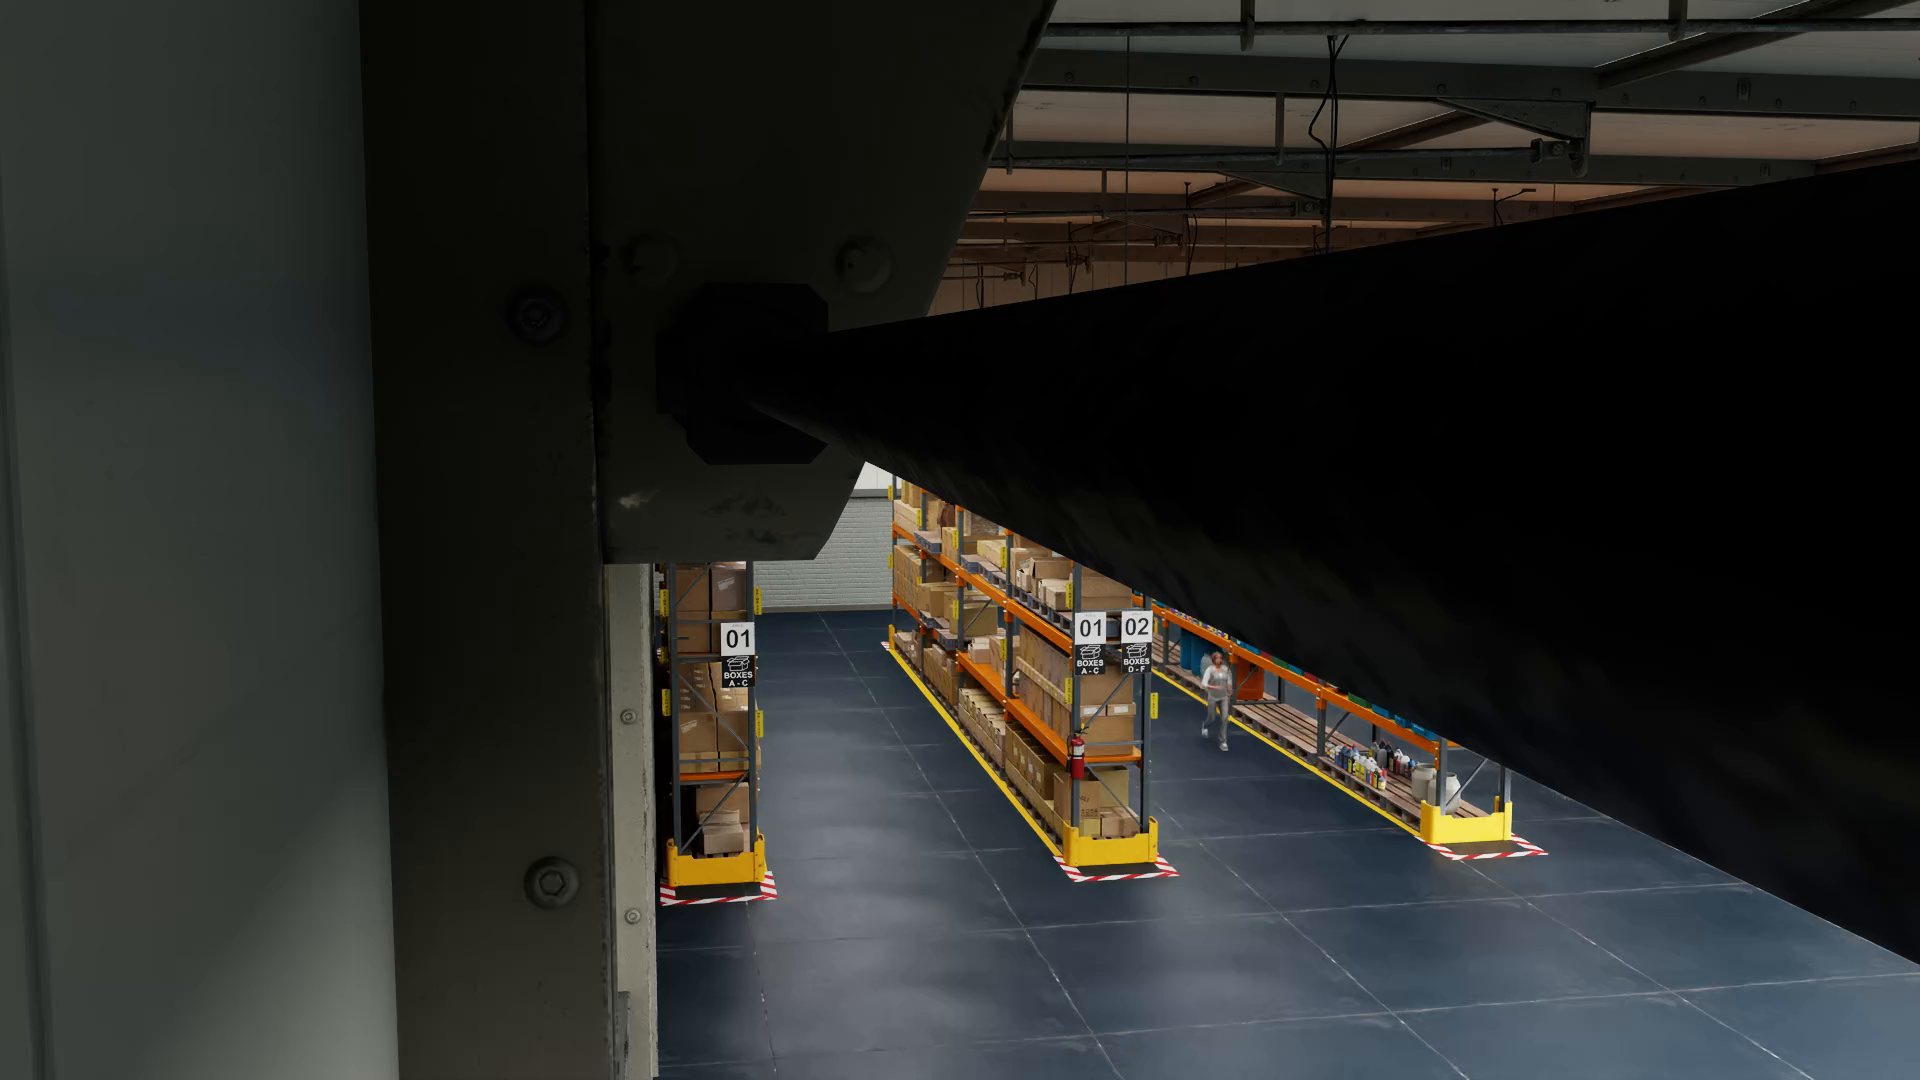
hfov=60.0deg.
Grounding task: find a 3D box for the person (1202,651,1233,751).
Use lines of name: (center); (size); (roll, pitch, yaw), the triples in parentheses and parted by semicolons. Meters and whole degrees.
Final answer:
person: (4.212, 2.604, 27.224); (0.552, 1.575, 0.819); (-1, 6, -12)
